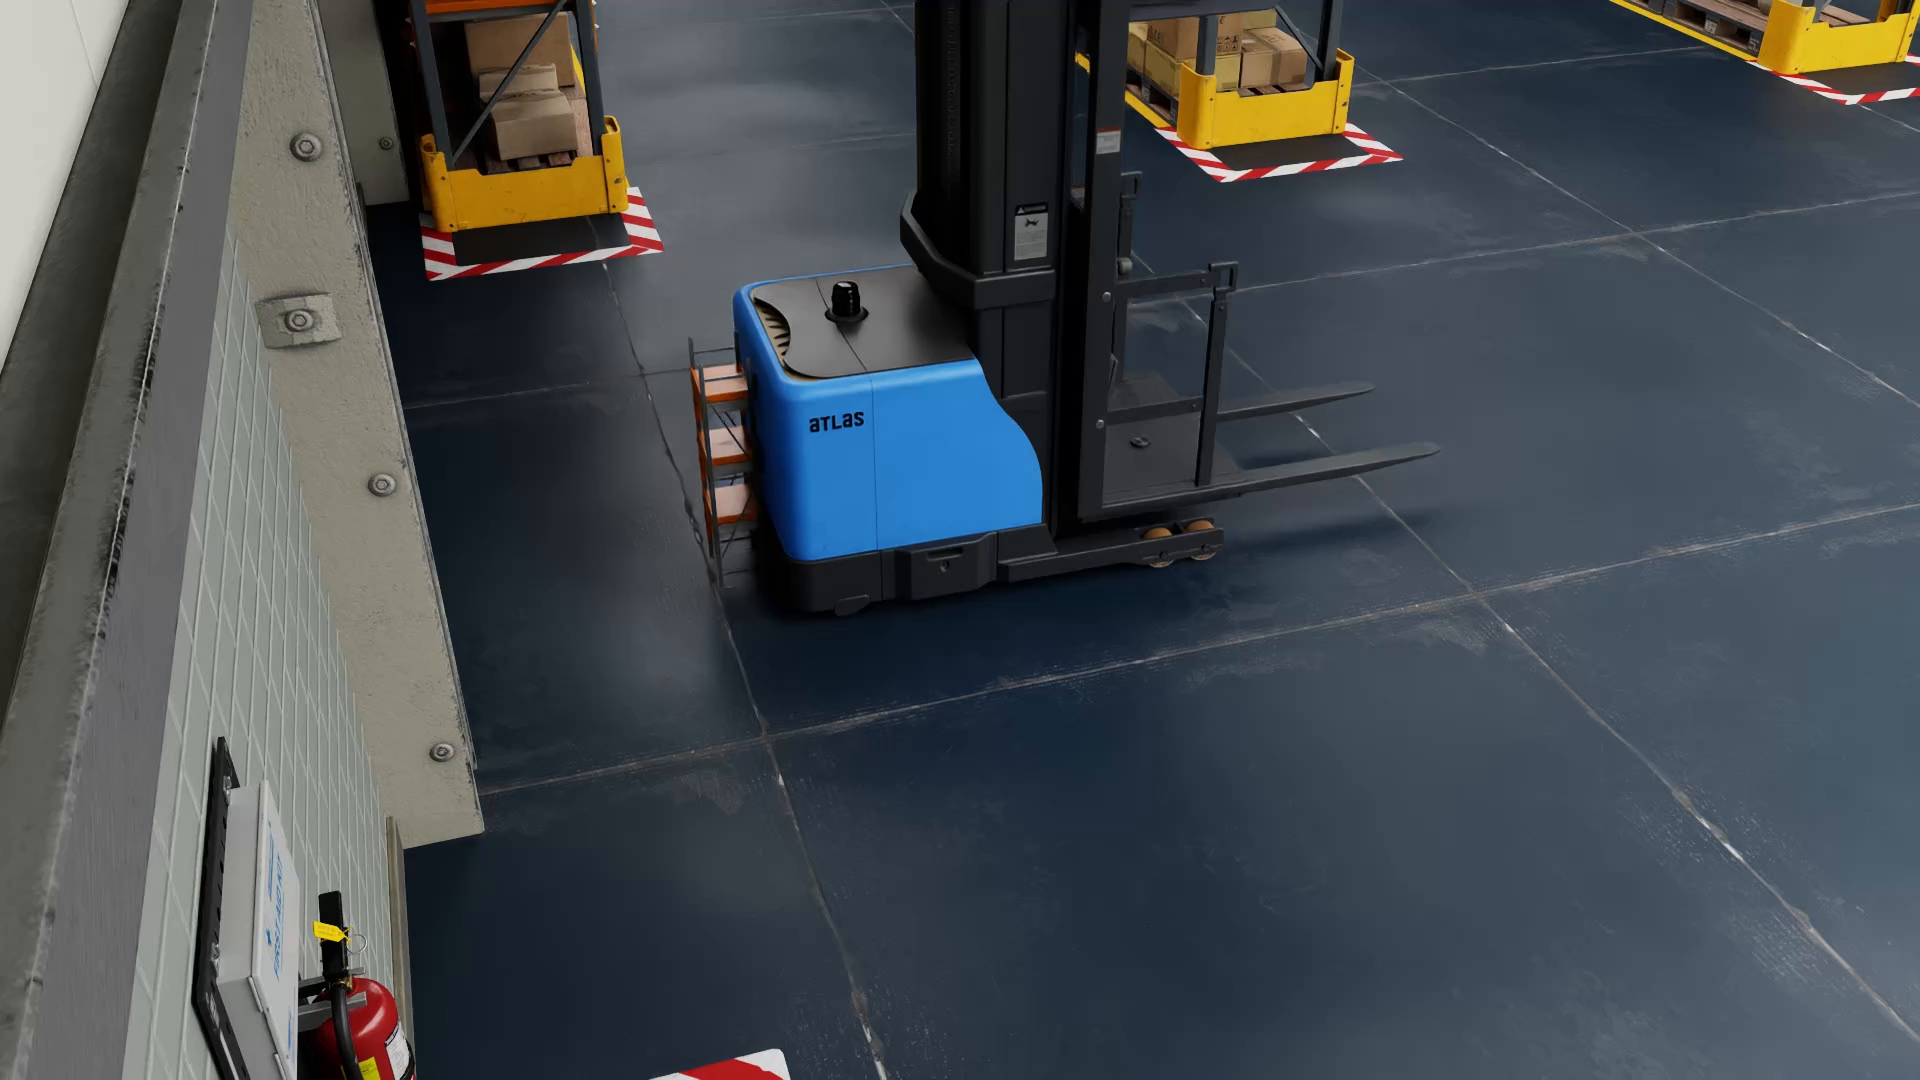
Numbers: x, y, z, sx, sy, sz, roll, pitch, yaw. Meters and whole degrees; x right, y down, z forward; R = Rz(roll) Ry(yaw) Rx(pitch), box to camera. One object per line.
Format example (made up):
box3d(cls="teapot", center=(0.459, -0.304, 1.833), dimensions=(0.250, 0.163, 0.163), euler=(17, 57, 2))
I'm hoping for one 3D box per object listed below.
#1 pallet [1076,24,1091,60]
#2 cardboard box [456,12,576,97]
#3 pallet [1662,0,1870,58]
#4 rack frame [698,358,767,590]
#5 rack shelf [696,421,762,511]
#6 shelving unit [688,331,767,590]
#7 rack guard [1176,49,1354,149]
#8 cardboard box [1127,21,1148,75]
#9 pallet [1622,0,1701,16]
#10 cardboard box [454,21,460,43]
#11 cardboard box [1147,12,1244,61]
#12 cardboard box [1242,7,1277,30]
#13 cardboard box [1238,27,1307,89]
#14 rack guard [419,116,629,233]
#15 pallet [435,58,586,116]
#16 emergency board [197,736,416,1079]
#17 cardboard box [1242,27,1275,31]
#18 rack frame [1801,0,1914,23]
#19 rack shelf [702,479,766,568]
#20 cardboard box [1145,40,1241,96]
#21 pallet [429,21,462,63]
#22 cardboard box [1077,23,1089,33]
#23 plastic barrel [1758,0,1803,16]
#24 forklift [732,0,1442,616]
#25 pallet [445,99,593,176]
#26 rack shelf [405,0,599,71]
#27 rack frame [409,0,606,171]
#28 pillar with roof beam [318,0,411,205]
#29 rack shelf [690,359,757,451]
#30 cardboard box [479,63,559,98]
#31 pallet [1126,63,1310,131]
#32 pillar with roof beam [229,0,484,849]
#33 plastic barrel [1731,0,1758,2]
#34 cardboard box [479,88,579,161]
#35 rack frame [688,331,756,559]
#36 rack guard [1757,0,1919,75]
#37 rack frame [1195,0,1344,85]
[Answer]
box3d(cls="pallet", center=(1.437, -3.958, 13.048), dimensions=(1.003, 0.211, 1.213), euler=(-10, 35, -15))
box3d(cls="cardboard box", center=(-3.114, -3.464, 11.640), dimensions=(0.700, 0.500, 0.500), euler=(-12, 35, -18))
box3d(cls="pallet", center=(6.486, -4.214, 13.436), dimensions=(1.003, 0.211, 1.213), euler=(-10, 35, -15))
box3d(cls="rack frame", center=(-0.906, -0.247, 6.671), dimensions=(0.200, 1.050, 0.008), euler=(-10, 35, -14))
box3d(cls="rack shelf", center=(-0.941, -0.302, 6.775), dimensions=(0.215, 0.259, 0.240), euler=(-10, 35, -14))
box3d(cls="shelving unit", center=(-0.941, -0.311, 6.769), dimensions=(0.215, 1.050, 0.252), euler=(-10, 35, -14))
box3d(cls="rack guard", center=(2.086, -3.032, 11.384), dimensions=(1.175, 0.500, 0.348), euler=(-10, 35, -15))
box3d(cls="cardboard box", center=(1.469, -3.607, 12.102), dimensions=(0.500, 0.250, 0.500), euler=(-10, 35, -15))
box3d(cls="pallet", center=(6.117, -4.853, 14.404), dimensions=(1.003, 0.211, 1.213), euler=(-10, 35, -15))
box3d(cls="cardboard box", center=(-3.504, -3.955, 12.382), dimensions=(0.500, 0.500, 0.500), euler=(-13, 35, -18))
box3d(cls="cardboard box", center=(1.631, -3.659, 11.500), dimensions=(0.500, 0.500, 0.500), euler=(-10, 35, -15))
box3d(cls="cardboard box", center=(1.972, -4.009, 12.029), dimensions=(0.500, 0.500, 0.500), euler=(-10, 35, -15))
box3d(cls="cardboard box", center=(2.126, -3.434, 11.839), dimensions=(0.500, 0.250, 0.500), euler=(-10, 35, -15))
box3d(cls="rack guard", center=(-2.661, -2.249, 10.200), dimensions=(1.175, 0.500, 0.348), euler=(-10, 35, -15))
box3d(cls="pallet", center=(-3.244, -3.200, 11.902), dimensions=(1.003, 0.211, 1.213), euler=(-10, 35, -15))
box3d(cls="emergency board", center=(-1.128, 0.980, 3.046), dimensions=(0.194, 1.169, 0.643), euler=(-10, 35, -15))
box3d(cls="cardboard box", center=(1.970, -3.696, 12.236), dimensions=(0.500, 0.250, 0.500), euler=(-10, 35, -15))
box3d(cls="rack frame", center=(6.797, -4.918, 11.972), dimensions=(1.000, 3.000, 0.127), euler=(-10, 35, -15))
box3d(cls="rack shelf", center=(-0.941, -0.071, 6.928), dimensions=(0.215, 0.259, 0.240), euler=(-10, 35, -14))
box3d(cls="cardboard box", center=(1.633, -3.347, 11.707), dimensions=(0.500, 0.250, 0.500), euler=(-10, 35, -15))
box3d(cls="pallet", center=(-3.620, -3.842, 12.873), dimensions=(1.003, 0.211, 1.213), euler=(-10, 35, -15))
box3d(cls="cardboard box", center=(1.164, -4.132, 12.896), dimensions=(0.500, 0.250, 0.500), euler=(-10, 35, -15))
box3d(cls="plastic barrel", center=(6.523, -4.388, 13.045), dimensions=(0.421, 0.512, 0.421), euler=(0, 33, 0))
box3d(cls="forklift", center=(0.618, -1.375, 6.672), dimensions=(3.031, 2.935, 1.130), euler=(-10, 35, -14))
box3d(cls="pallet", center=(-2.876, -2.561, 10.934), dimensions=(1.003, 0.211, 1.213), euler=(-10, 35, -15))
box3d(cls="rack shelf", center=(-3.248, -4.002, 11.238), dimensions=(1.077, 0.370, 4.000), euler=(-10, 35, -15))
box3d(cls="rack frame", center=(-2.638, -3.252, 9.451), dimensions=(1.000, 3.000, 0.127), euler=(-10, 35, -15))
box3d(cls="pillar with roof beam", center=(0.424, -6.701, 9.228), dimensions=(9.100, 9.000, 0.400), euler=(-10, 35, -15))
box3d(cls="rack shelf", center=(-0.941, -0.539, 6.618), dimensions=(0.215, 0.259, 0.240), euler=(-10, 35, -14))
box3d(cls="cardboard box", center=(-2.937, -2.992, 11.096), dimensions=(0.500, 0.311, 0.500), euler=(-7, 34, -11))
box3d(cls="pallet", center=(1.805, -3.318, 12.080), dimensions=(1.003, 0.211, 1.213), euler=(-10, 35, -15))
box3d(cls="pillar with roof beam", center=(2.254, -3.551, 4.461), dimensions=(9.100, 9.000, 0.400), euler=(-10, 35, -15))
box3d(cls="plastic barrel", center=(6.370, -4.651, 13.444), dimensions=(0.421, 0.512, 0.421), euler=(0, 33, 0))
box3d(cls="cardboard box", center=(-2.764, -2.692, 10.643), dimensions=(0.500, 0.311, 0.500), euler=(-14, 36, -20))
box3d(cls="rack frame", center=(-0.977, -0.376, 6.866), dimensions=(0.200, 1.050, 0.008), euler=(-10, 35, -14))
box3d(cls="rack guard", center=(6.729, -3.907, 12.709), dimensions=(1.175, 0.500, 0.348), euler=(-10, 35, -15))
box3d(cls="rack frame", center=(2.078, -4.087, 10.714), dimensions=(1.000, 3.000, 0.127), euler=(-10, 35, -15))
